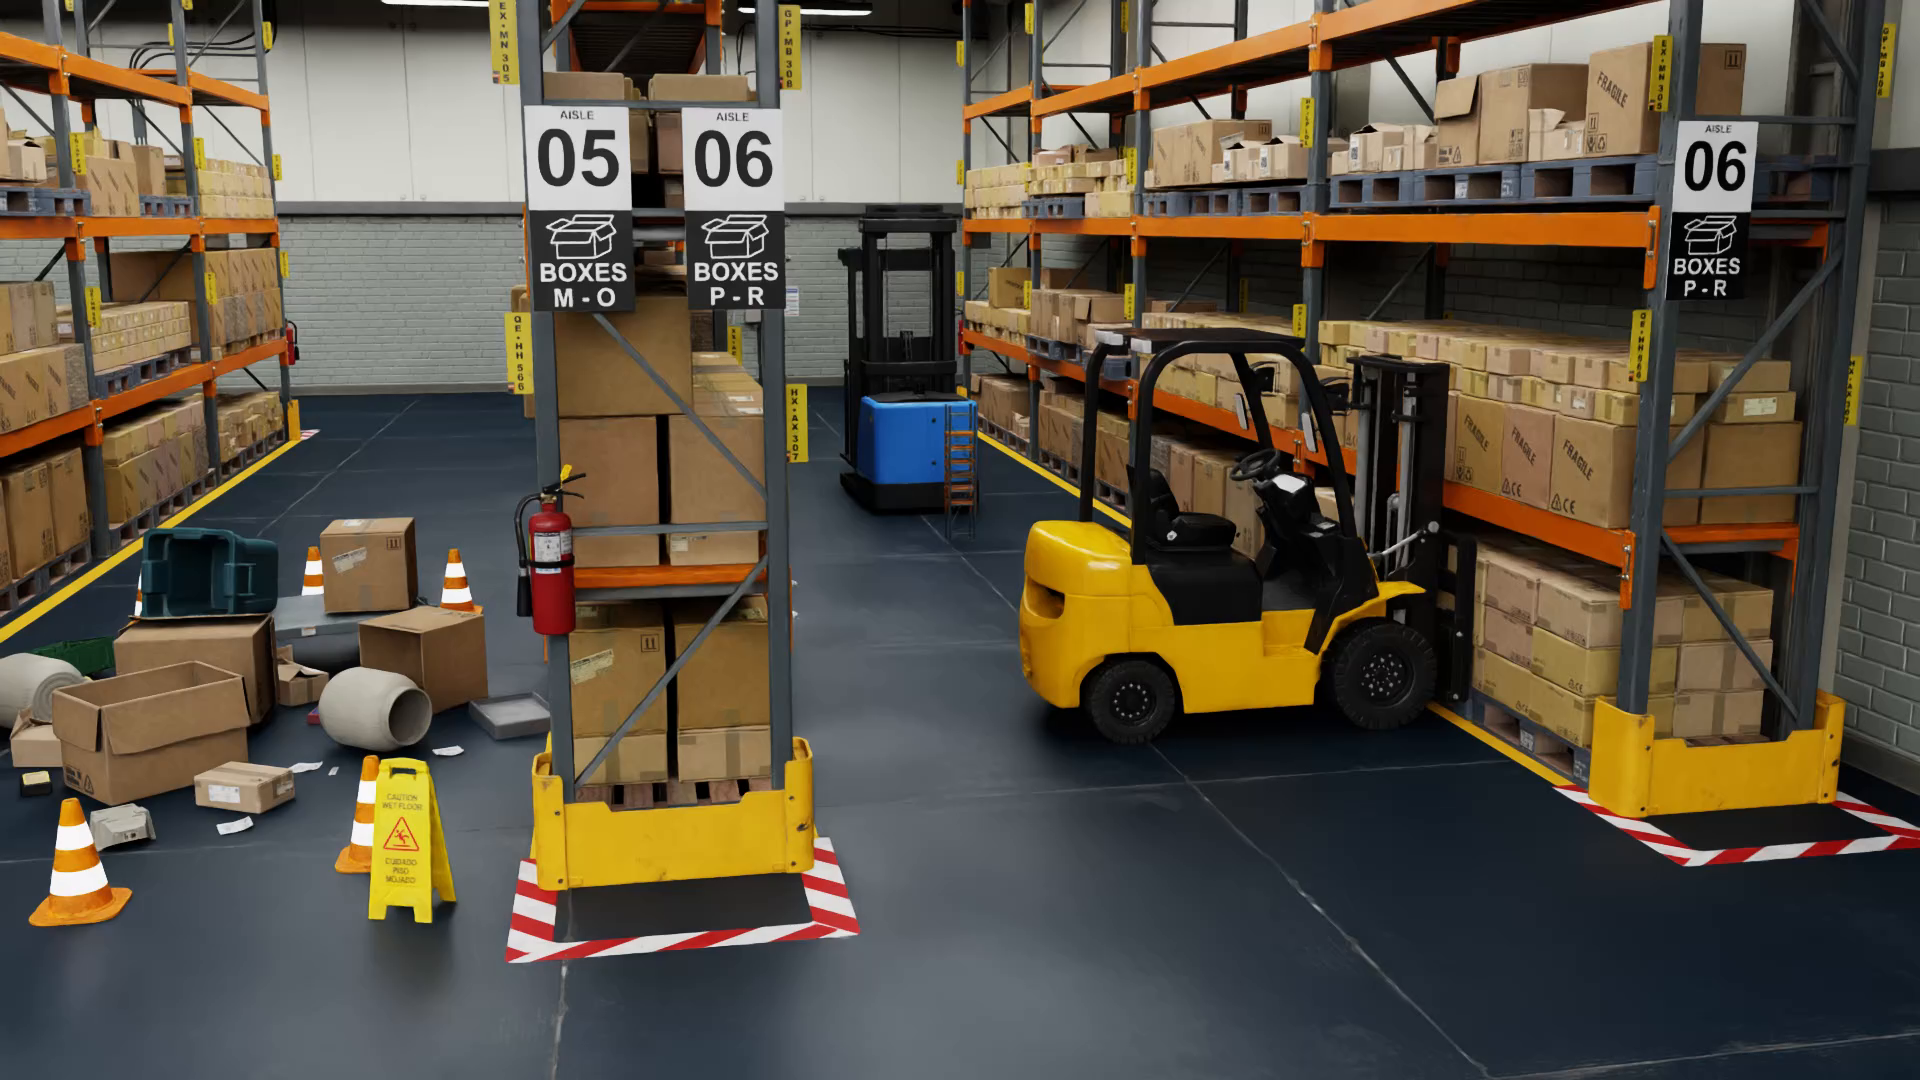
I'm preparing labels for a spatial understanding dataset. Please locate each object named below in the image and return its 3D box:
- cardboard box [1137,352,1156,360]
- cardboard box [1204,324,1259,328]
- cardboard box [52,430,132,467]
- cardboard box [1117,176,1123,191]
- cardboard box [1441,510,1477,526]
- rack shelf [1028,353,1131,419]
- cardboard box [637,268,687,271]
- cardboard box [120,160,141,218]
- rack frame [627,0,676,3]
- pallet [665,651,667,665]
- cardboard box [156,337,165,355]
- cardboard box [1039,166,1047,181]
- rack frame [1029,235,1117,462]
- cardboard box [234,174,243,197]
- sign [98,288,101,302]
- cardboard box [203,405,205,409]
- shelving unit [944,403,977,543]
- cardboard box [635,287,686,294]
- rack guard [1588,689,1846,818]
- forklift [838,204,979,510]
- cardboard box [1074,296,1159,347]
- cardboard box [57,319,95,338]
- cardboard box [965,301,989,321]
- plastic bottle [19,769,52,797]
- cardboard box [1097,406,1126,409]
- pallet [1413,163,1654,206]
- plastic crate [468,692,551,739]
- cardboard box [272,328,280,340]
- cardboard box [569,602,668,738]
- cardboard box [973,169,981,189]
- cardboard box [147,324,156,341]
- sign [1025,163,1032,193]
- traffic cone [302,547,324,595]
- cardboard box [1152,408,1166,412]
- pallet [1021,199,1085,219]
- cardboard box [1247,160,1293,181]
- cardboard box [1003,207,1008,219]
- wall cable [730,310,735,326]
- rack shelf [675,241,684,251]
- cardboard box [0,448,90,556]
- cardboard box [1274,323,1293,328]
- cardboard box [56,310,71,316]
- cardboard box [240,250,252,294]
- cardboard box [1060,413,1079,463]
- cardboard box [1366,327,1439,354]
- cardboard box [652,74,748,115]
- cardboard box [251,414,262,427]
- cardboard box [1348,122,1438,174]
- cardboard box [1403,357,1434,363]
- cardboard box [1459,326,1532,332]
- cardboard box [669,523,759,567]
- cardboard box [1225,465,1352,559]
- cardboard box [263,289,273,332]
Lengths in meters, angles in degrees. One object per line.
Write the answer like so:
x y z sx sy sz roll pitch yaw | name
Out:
1.919 -1.769 15.033 0.500 0.250 0.500 -2 11 -11 | cardboard box
2.185 -1.656 13.373 0.380 0.149 0.250 -2 11 -13 | cardboard box
-7.504 -0.791 14.385 0.500 0.250 0.500 -3 11 -14 | cardboard box
1.734 -3.438 16.048 0.380 0.149 0.250 -2 11 -10 | cardboard box
2.858 -0.016 10.317 0.500 0.250 0.500 -2 11 -9 | cardboard box
1.708 -1.702 17.539 1.077 0.370 4.000 -2 11 -11 | rack shelf
-3.029 -2.520 16.972 0.500 0.500 0.500 -2 11 -9 | cardboard box
-7.664 -3.129 14.822 0.500 0.500 0.500 -2 11 -11 | cardboard box
-3.550 -5.188 17.886 1.000 3.000 0.127 -2 11 -11 | rack frame
-1.828 0.718 10.359 1.003 0.211 1.213 -2 11 -11 | pallet
-7.908 -1.869 16.044 0.380 0.149 0.250 -3 11 -13 | cardboard box
1.076 -4.009 18.198 0.380 0.149 0.250 -2 11 -12 | cardboard box
1.319 -2.422 19.399 1.000 3.000 0.127 -2 11 -11 | rack frame
-8.540 -4.065 19.075 0.500 0.250 0.500 -3 11 -13 | cardboard box
-8.916 -2.446 17.212 0.100 0.325 0.005 -2 11 -11 | sign
-8.977 -1.482 19.372 0.380 0.149 0.250 -2 11 -11 | cardboard box
0.003 -0.587 14.570 0.258 1.200 0.189 -2 11 -11 | shelving unit
-1.620 -0.905 7.693 0.700 0.500 0.500 -2 11 -10 | cardboard box
3.657 1.011 8.046 1.175 0.500 0.348 -2 11 -11 | rack guard
-0.645 -1.960 17.156 1.130 2.935 3.031 -2 11 -13 | forklift
1.598 -2.238 17.033 0.797 0.503 0.637 -2 11 -12 | cardboard box
-7.508 -1.776 13.965 0.380 0.149 0.250 -2 11 -11 | cardboard box
0.365 -3.135 22.751 0.500 0.250 0.500 -2 11 -11 | cardboard box
-4.582 1.198 8.239 0.133 0.061 0.283 -6 13 -31 | plastic bottle
1.522 -1.311 17.389 0.380 0.149 0.250 -3 11 -14 | cardboard box
3.300 -2.006 9.428 1.003 0.211 1.213 -2 11 -11 | pallet
-2.493 0.978 9.342 0.402 0.080 0.583 -6 13 -31 | plastic crate
-8.823 -2.603 21.022 0.380 0.149 0.250 -2 11 -11 | cardboard box
-1.627 0.599 7.754 0.500 0.500 0.500 -2 11 -11 | cardboard box
0.461 -4.763 21.943 0.500 0.250 0.500 -2 11 -11 | cardboard box
-7.854 -1.964 15.745 0.380 0.149 0.250 -2 11 -11 | cardboard box
0.788 -4.128 18.959 0.100 0.325 0.005 -2 11 -11 | sign
-4.645 0.279 11.991 0.336 0.463 0.334 -2 11 -11 | traffic cone
2.088 -1.284 17.248 0.380 0.149 0.250 -2 11 -12 | cardboard box
1.377 -3.681 18.494 1.213 0.211 1.003 -2 11 -11 | pallet
2.363 -2.751 12.386 0.380 0.149 0.250 -2 11 -11 | cardboard box
0.749 -4.063 20.672 0.380 0.149 0.250 -2 11 -10 | cardboard box
-4.058 -4.561 27.918 0.588 1.984 0.122 -2 11 -11 | wall cable
-3.161 -2.994 16.307 1.077 0.370 4.000 -2 11 -11 | rack shelf
-7.577 -0.295 13.117 1.050 0.750 0.750 -2 11 -12 | cardboard box
2.766 -1.676 13.478 0.380 0.149 0.250 -2 11 -11 | cardboard box
-8.452 -2.042 15.360 0.380 0.149 0.250 -2 11 -9 | cardboard box
-8.516 -3.103 19.238 0.500 0.500 0.500 -3 11 -13 | cardboard box
1.398 -1.114 18.092 0.500 0.500 0.500 -2 11 -13 | cardboard box
2.793 -1.257 10.482 0.380 0.149 0.250 -2 11 -10 | cardboard box
-1.085 -1.854 6.934 0.380 0.149 0.250 -2 11 -11 | cardboard box
-8.533 -1.404 19.756 0.380 0.149 0.250 -2 11 -8 | cardboard box
2.797 -2.478 10.521 0.500 0.311 0.500 -2 11 -10 | cardboard box
2.899 -1.019 10.024 0.380 0.149 0.250 -2 11 -13 | cardboard box
3.416 -1.282 10.611 0.380 0.149 0.250 -2 11 -12 | cardboard box
-1.079 0.014 7.274 0.380 0.149 0.250 -2 11 -11 | cardboard box
2.619 -0.232 13.123 0.875 0.625 0.625 -2 11 -12 | cardboard box
-8.728 -2.803 20.340 0.500 0.500 0.500 -2 11 -12 | cardboard box
